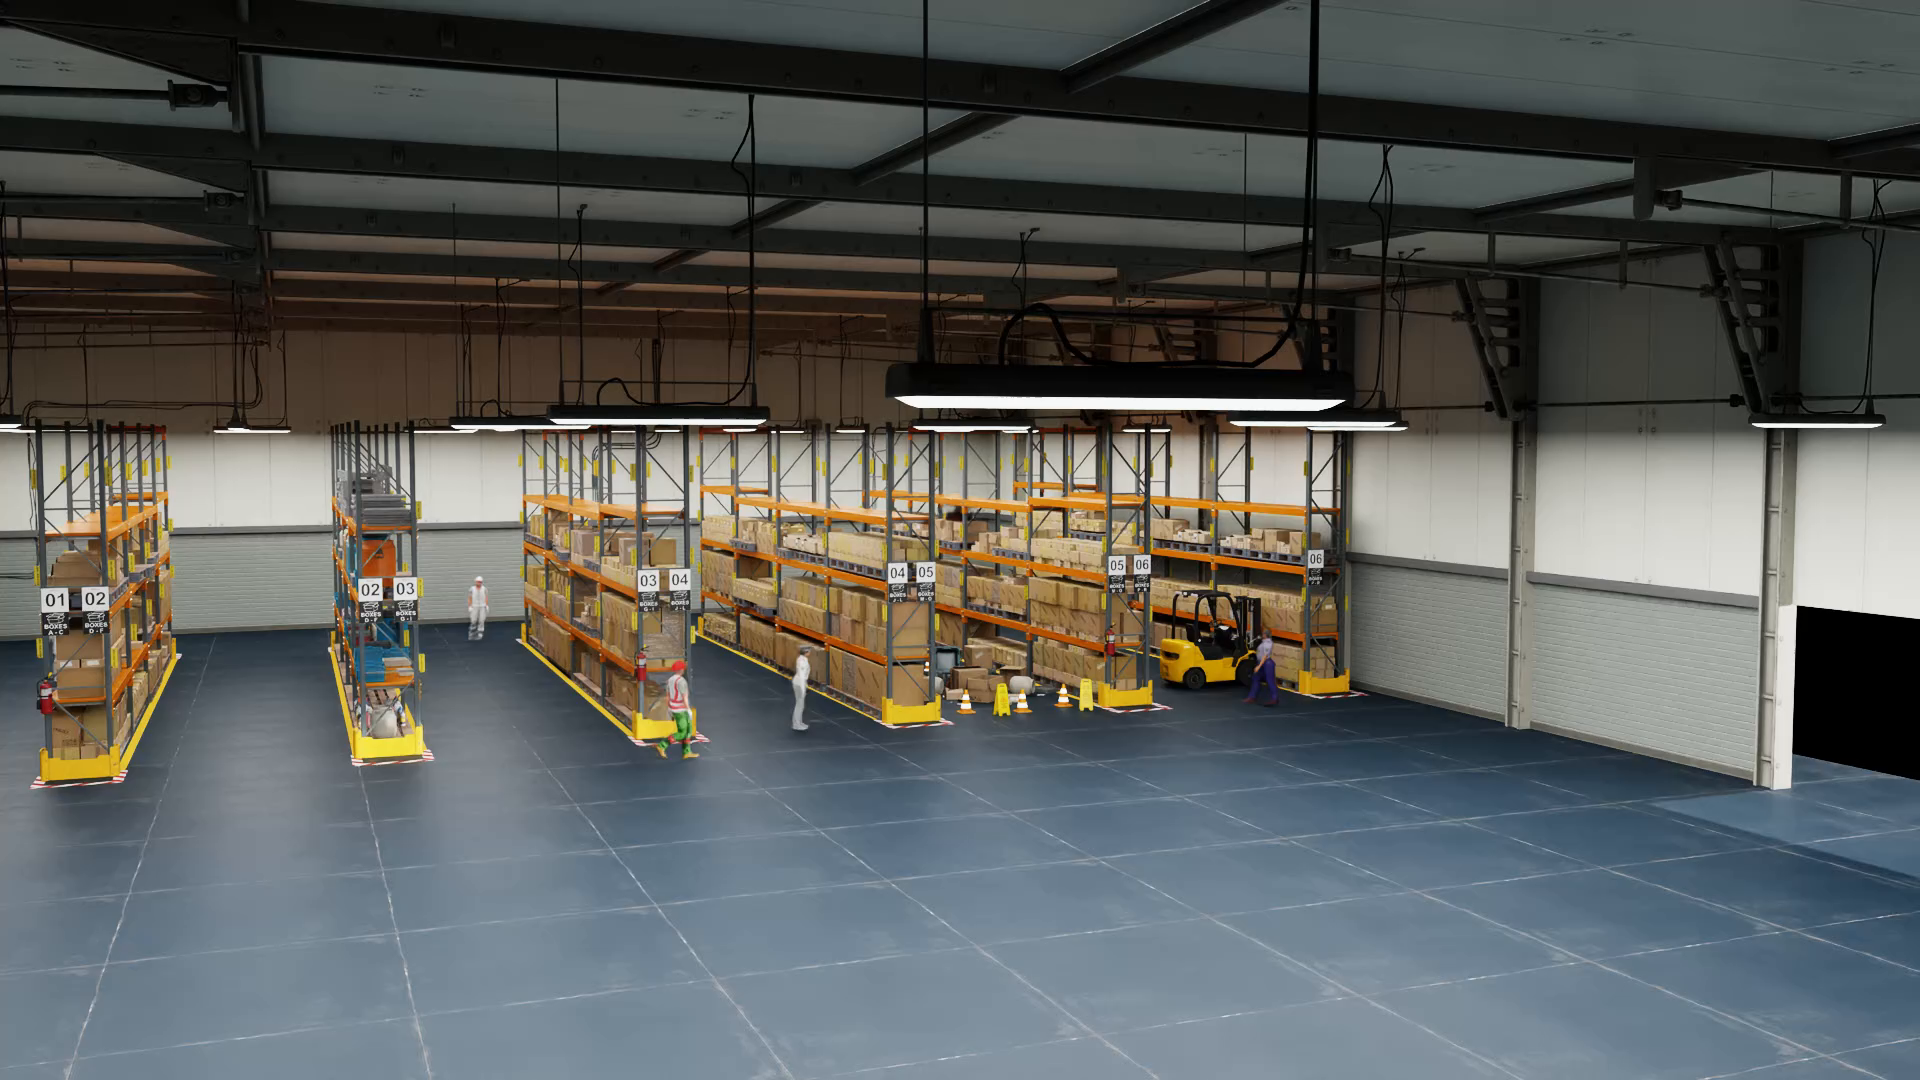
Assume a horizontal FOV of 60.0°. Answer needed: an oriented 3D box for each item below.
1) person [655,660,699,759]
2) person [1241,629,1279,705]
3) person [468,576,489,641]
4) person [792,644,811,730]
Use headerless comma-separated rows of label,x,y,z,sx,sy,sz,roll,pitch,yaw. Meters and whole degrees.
person,-4.990,2.998,29.292,0.798,1.758,0.527,-1,4,-16
person,6.420,2.691,35.495,0.660,1.632,0.644,-1,4,-16
person,-13.549,1.930,46.722,0.592,1.808,0.425,-2,4,-27
person,-3.086,2.869,32.466,0.377,1.673,0.518,0,4,-7
